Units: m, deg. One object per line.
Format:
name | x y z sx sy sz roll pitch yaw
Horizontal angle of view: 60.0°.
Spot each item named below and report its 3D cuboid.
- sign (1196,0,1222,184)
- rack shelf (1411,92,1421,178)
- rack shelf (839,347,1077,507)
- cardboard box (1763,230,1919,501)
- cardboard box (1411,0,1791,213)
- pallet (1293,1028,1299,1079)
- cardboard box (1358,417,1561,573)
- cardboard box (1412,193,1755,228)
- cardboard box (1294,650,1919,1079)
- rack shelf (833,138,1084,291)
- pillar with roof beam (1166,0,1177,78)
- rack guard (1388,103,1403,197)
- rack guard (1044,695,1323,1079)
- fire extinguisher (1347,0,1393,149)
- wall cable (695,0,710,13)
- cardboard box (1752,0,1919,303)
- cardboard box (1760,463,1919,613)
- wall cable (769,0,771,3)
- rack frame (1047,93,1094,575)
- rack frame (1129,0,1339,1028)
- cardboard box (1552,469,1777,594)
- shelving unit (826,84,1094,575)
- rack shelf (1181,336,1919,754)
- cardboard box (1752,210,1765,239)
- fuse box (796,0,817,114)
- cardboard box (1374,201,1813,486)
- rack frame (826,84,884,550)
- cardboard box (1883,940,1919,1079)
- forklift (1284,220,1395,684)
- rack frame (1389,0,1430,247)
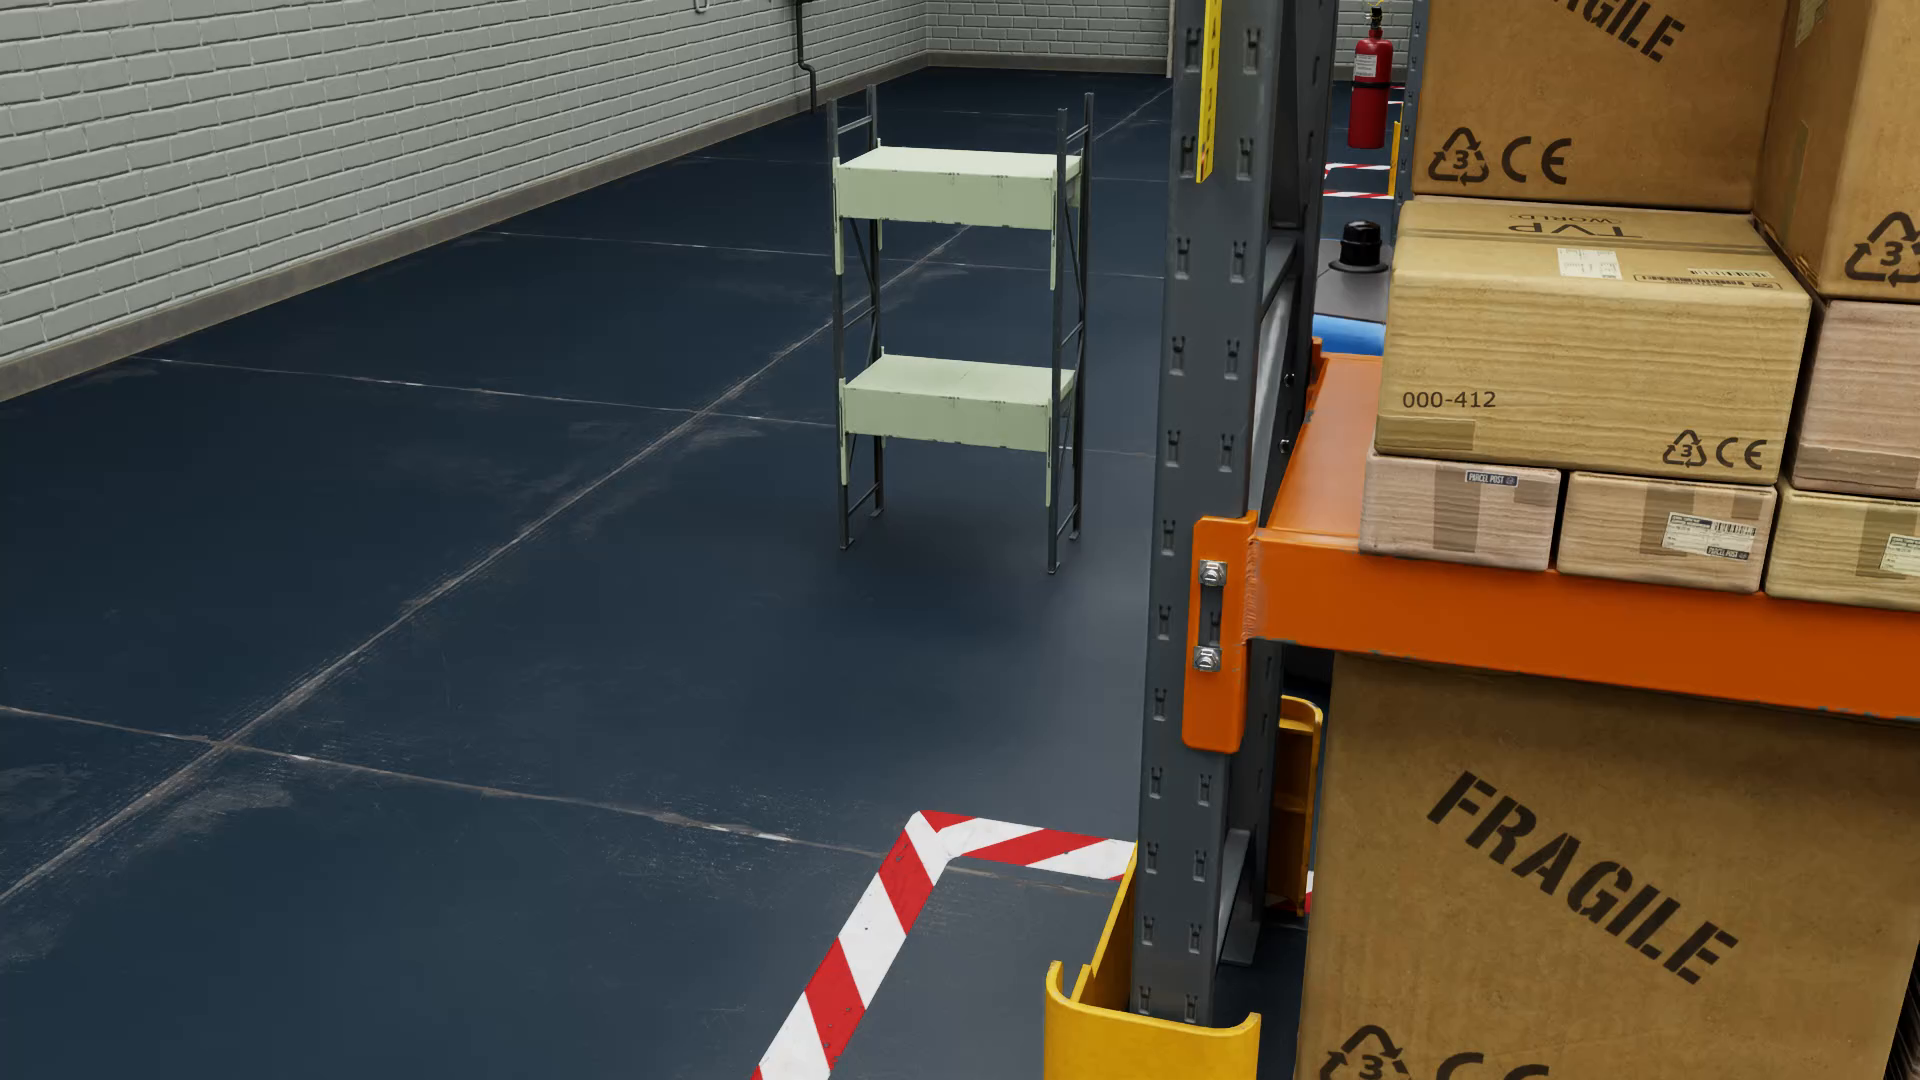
sign | 0.314 -0.616 2.074 0.005 0.325 0.100 7 23 16
rack shelf | 3.924 -1.618 6.711 4.000 0.370 1.077 7 23 16
rack shelf | 0.006 -0.392 5.607 0.720 0.370 0.431 7 23 16
cardboard box | 1.361 -0.242 2.214 0.500 0.250 0.500 6 23 15
cardboard box | 1.022 -0.837 2.675 0.500 0.500 0.500 7 23 16
pallet | 1.268 0.970 3.128 1.213 0.211 1.003 7 23 16
cardboard box | 0.724 -0.105 2.403 0.250 0.149 0.380 7 23 16
cardboard box | 1.020 -0.491 2.820 0.500 0.250 0.500 6 23 15
cardboard box | 1.116 0.450 2.966 0.875 0.875 0.875 7 23 16
rack shelf | 0.006 -1.054 5.336 0.720 0.370 0.431 7 23 16
pillar with roof beam | 1.208 -7.618 12.485 0.400 9.000 9.100 7 23 16
rack guard | 3.319 -2.826 12.001 0.348 0.500 1.175 7 23 16
rack guard | 0.457 0.774 3.224 0.348 0.500 1.175 7 23 16
fire extinguisher | 1.901 -2.158 7.671 0.183 0.674 0.296 7 23 16
wall cable | -2.063 -5.074 12.808 0.123 1.953 0.585 7 23 16
cardboard box | 1.340 -0.589 2.071 0.500 0.500 0.500 6 23 14
cardboard box | 1.216 -0.049 2.268 0.250 0.149 0.380 6 23 14
wall cable | -1.664 -5.576 14.073 0.122 1.984 0.588 7 23 16
rack frame | 0.357 -0.653 5.386 0.023 1.500 0.400 7 23 16
rack frame | 0.480 -0.380 2.743 0.127 3.000 1.000 7 23 16
cardboard box | 0.970 -0.077 2.336 0.250 0.149 0.380 6 23 15
shelving unit | 0.006 -0.693 5.484 0.755 1.500 0.431 7 23 16
rack shelf | 2.395 0.173 2.345 4.000 0.370 1.077 7 23 16
cardboard box | 1.506 -0.435 2.684 0.500 0.250 0.500 6 23 15
fuse box | -1.316 -4.741 15.073 0.414 1.711 0.539 7 23 16
cardboard box | 0.861 -0.297 2.347 0.500 0.250 0.500 6 23 14
rack frame | -0.344 -0.733 5.581 0.023 1.500 0.400 7 23 16
cardboard box | 1.987 0.550 2.723 0.875 0.875 0.875 7 23 16
forklift | 2.080 -0.885 4.065 3.031 2.935 1.130 14 26 30
rack frame | 2.009 -2.171 7.109 0.127 3.000 1.000 7 23 16
